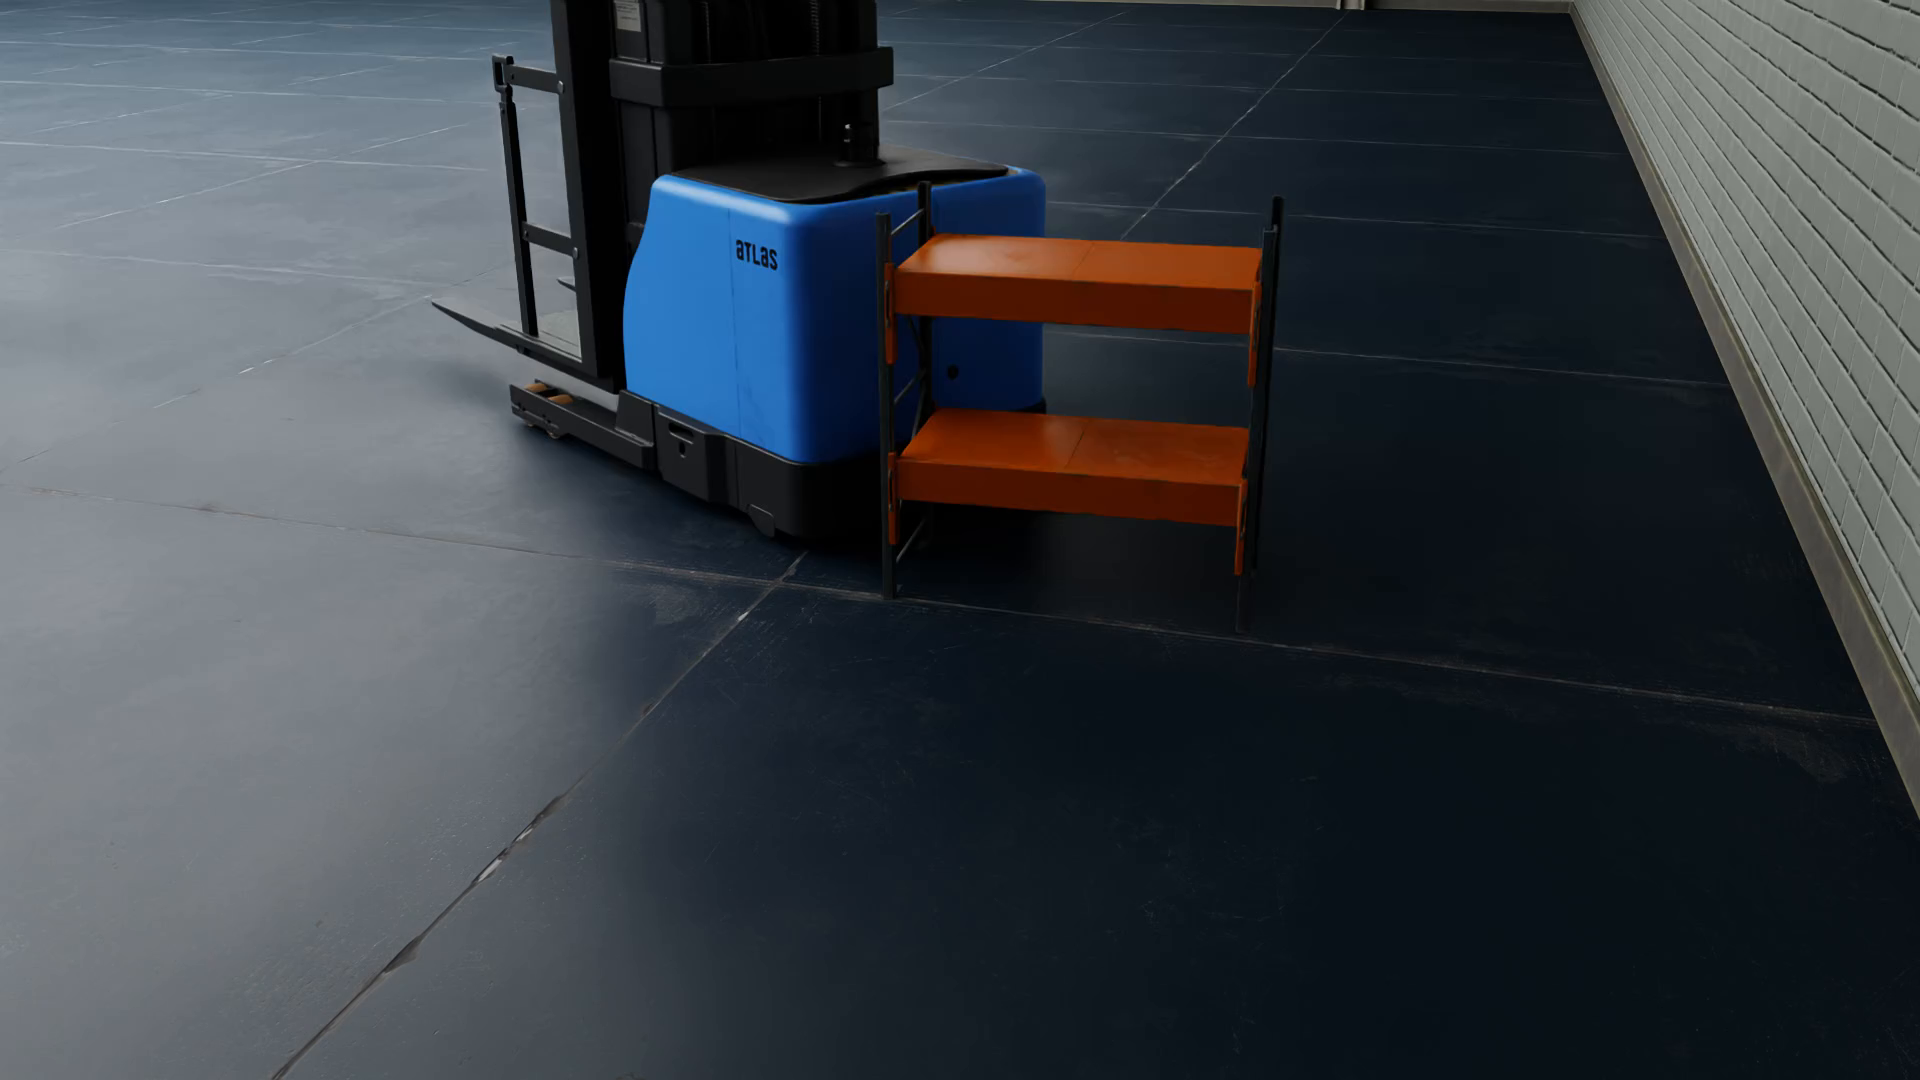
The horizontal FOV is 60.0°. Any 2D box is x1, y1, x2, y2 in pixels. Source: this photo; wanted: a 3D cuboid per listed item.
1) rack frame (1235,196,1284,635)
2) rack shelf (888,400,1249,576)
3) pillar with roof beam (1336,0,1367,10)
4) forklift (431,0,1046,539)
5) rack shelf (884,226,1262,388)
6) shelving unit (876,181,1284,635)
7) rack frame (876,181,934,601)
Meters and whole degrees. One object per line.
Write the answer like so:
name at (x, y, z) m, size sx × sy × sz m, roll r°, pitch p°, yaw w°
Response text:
rack frame at (0.838, -0.351, 4.644) m, size 0.032 × 1.125 × 0.500 m, roll 5°, pitch 23°, yaw 12°
rack shelf at (0.342, -0.168, 4.841) m, size 1.000 × 0.278 × 0.538 m, roll 5°, pitch 23°, yaw 12°
pillar with roof beam at (4.365, -10.217, 18.321) m, size 0.400 × 9.000 × 9.100 m, roll 7°, pitch 23°, yaw 16°
forklift at (-1.054, -1.841, 5.895) m, size 1.130 × 2.935 × 3.031 m, roll -18°, pitch 29°, yaw -37°
rack shelf at (0.342, -0.665, 4.637) m, size 1.000 × 0.278 × 0.538 m, roll 5°, pitch 23°, yaw 12°
shelving unit at (0.342, -0.394, 4.748) m, size 1.048 × 1.125 × 0.538 m, roll 5°, pitch 23°, yaw 12°
rack frame at (-0.154, -0.436, 4.852) m, size 0.032 × 1.125 × 0.500 m, roll 5°, pitch 23°, yaw 12°
